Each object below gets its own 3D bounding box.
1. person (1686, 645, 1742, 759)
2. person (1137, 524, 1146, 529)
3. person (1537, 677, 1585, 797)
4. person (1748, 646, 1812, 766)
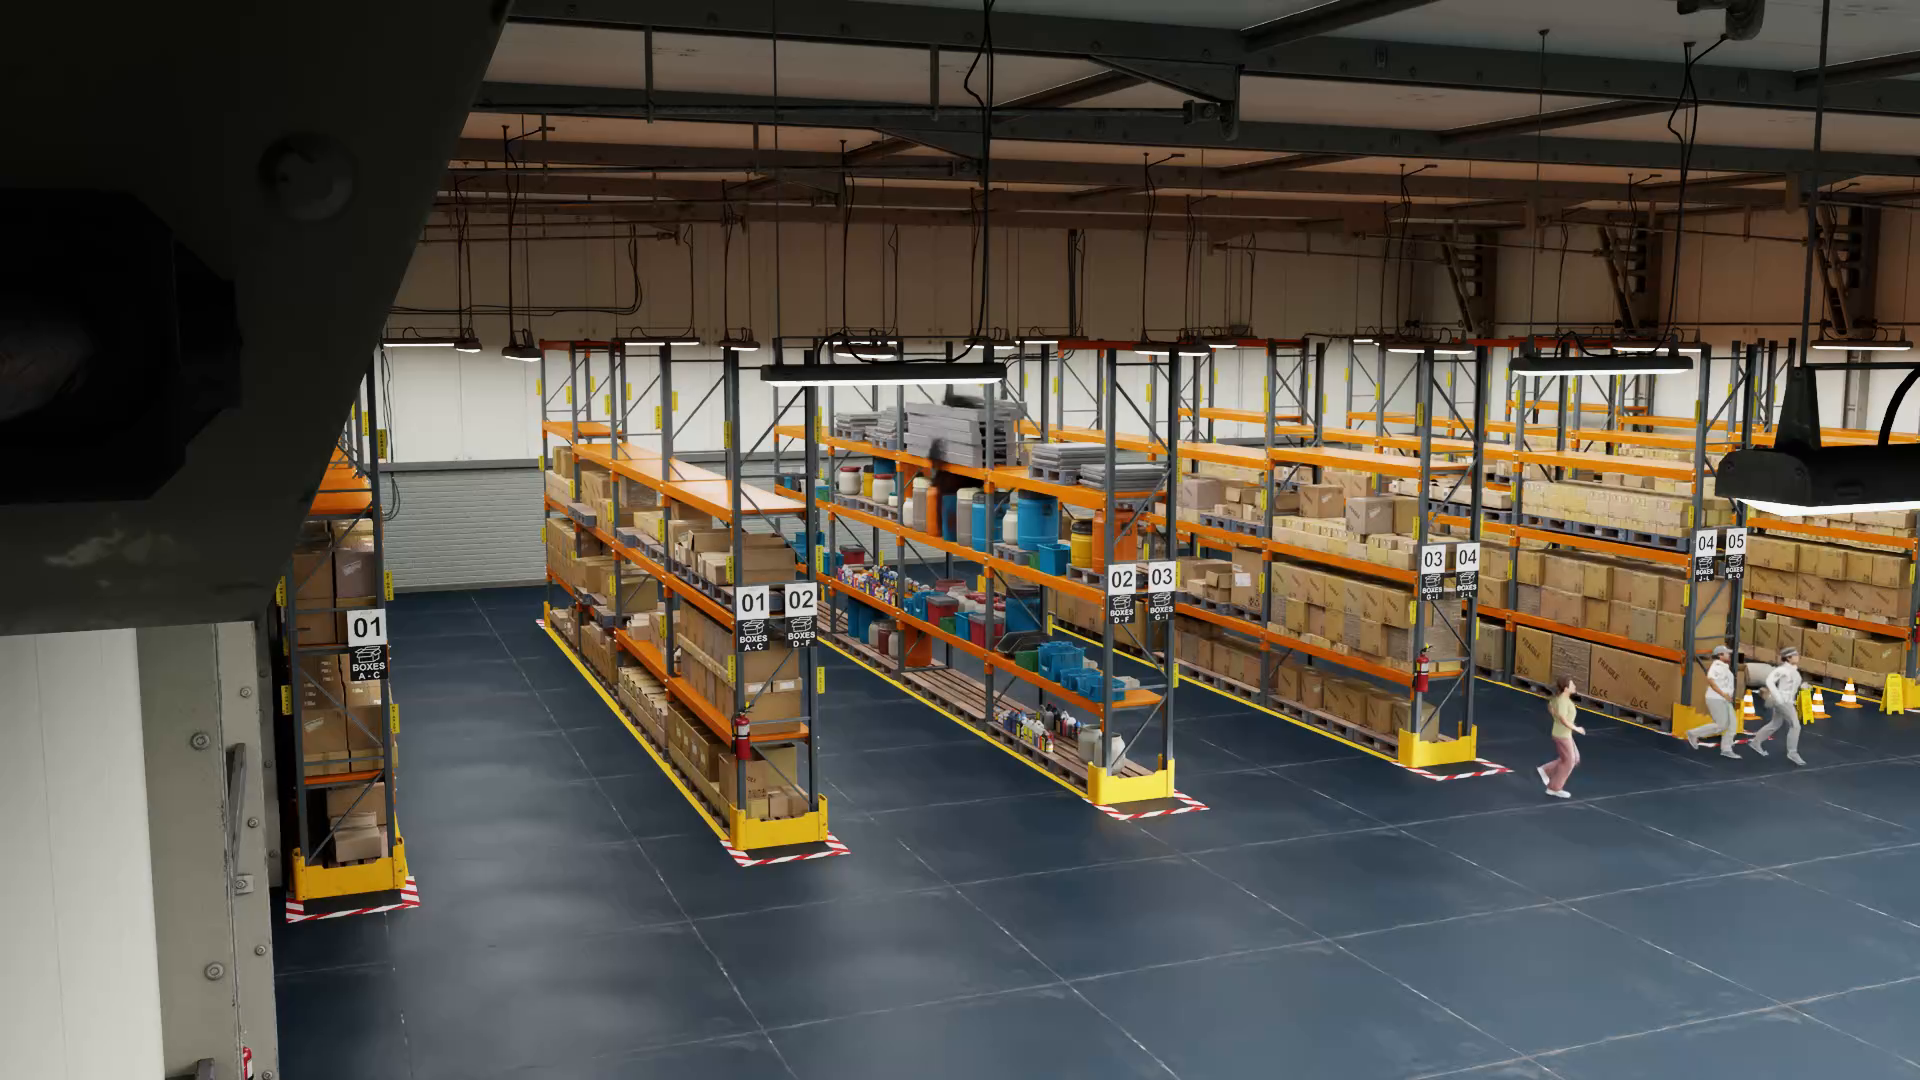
[{"bbox_3d":[11.173,2.360,24.511,0.766,1.622,0.669,5,9,32],"label":"person"},{"bbox_3d":[4.196,0.194,40.872,0.820,1.681,0.579,6,10,39],"label":"person"},{"bbox_3d":[8.088,2.632,22.349,0.570,1.635,0.614,2,8,13],"label":"person"},{"bbox_3d":[11.902,2.363,24.088,0.774,1.733,0.609,5,9,33],"label":"person"}]
